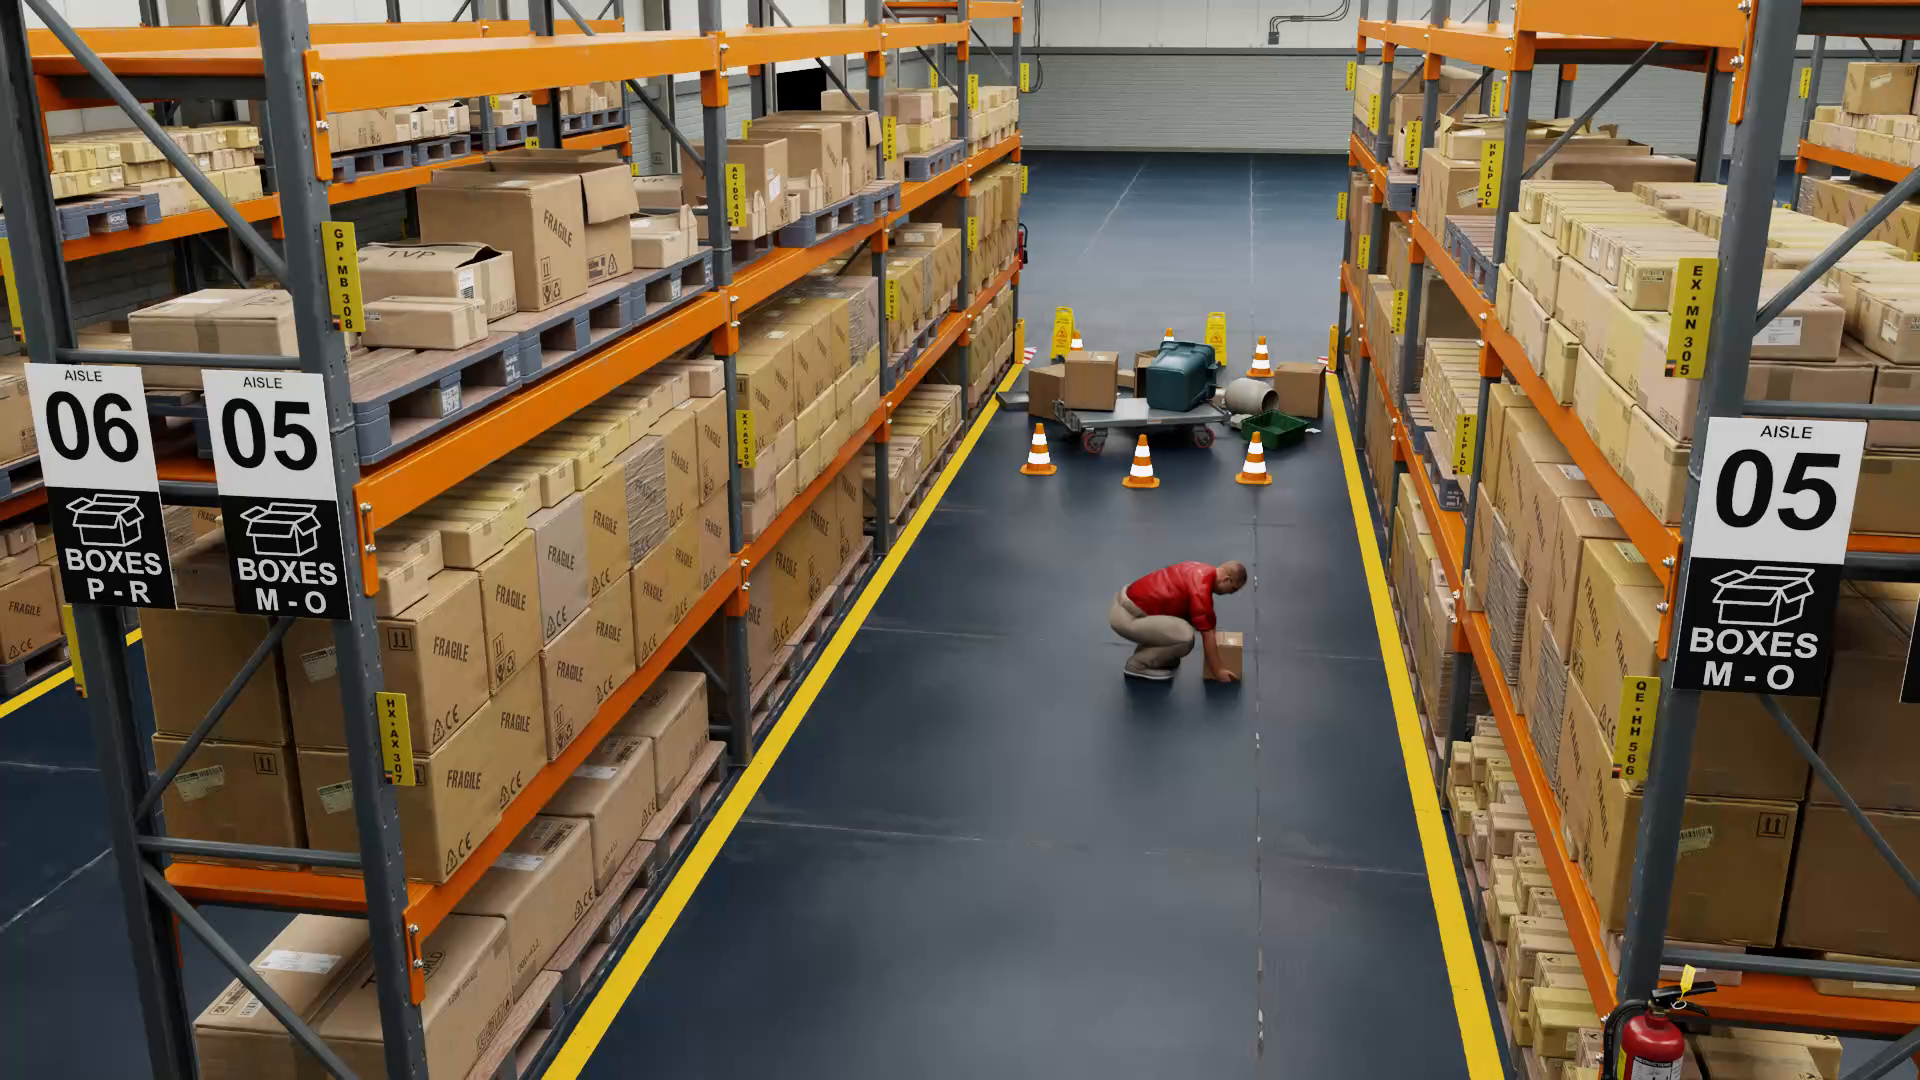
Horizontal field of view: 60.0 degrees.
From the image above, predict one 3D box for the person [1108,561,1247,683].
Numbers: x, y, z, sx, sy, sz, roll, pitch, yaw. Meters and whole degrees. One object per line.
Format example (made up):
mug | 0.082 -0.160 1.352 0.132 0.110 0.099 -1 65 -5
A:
person | 1.439 0.549 11.066 0.896 0.858 0.535 3 18 8
